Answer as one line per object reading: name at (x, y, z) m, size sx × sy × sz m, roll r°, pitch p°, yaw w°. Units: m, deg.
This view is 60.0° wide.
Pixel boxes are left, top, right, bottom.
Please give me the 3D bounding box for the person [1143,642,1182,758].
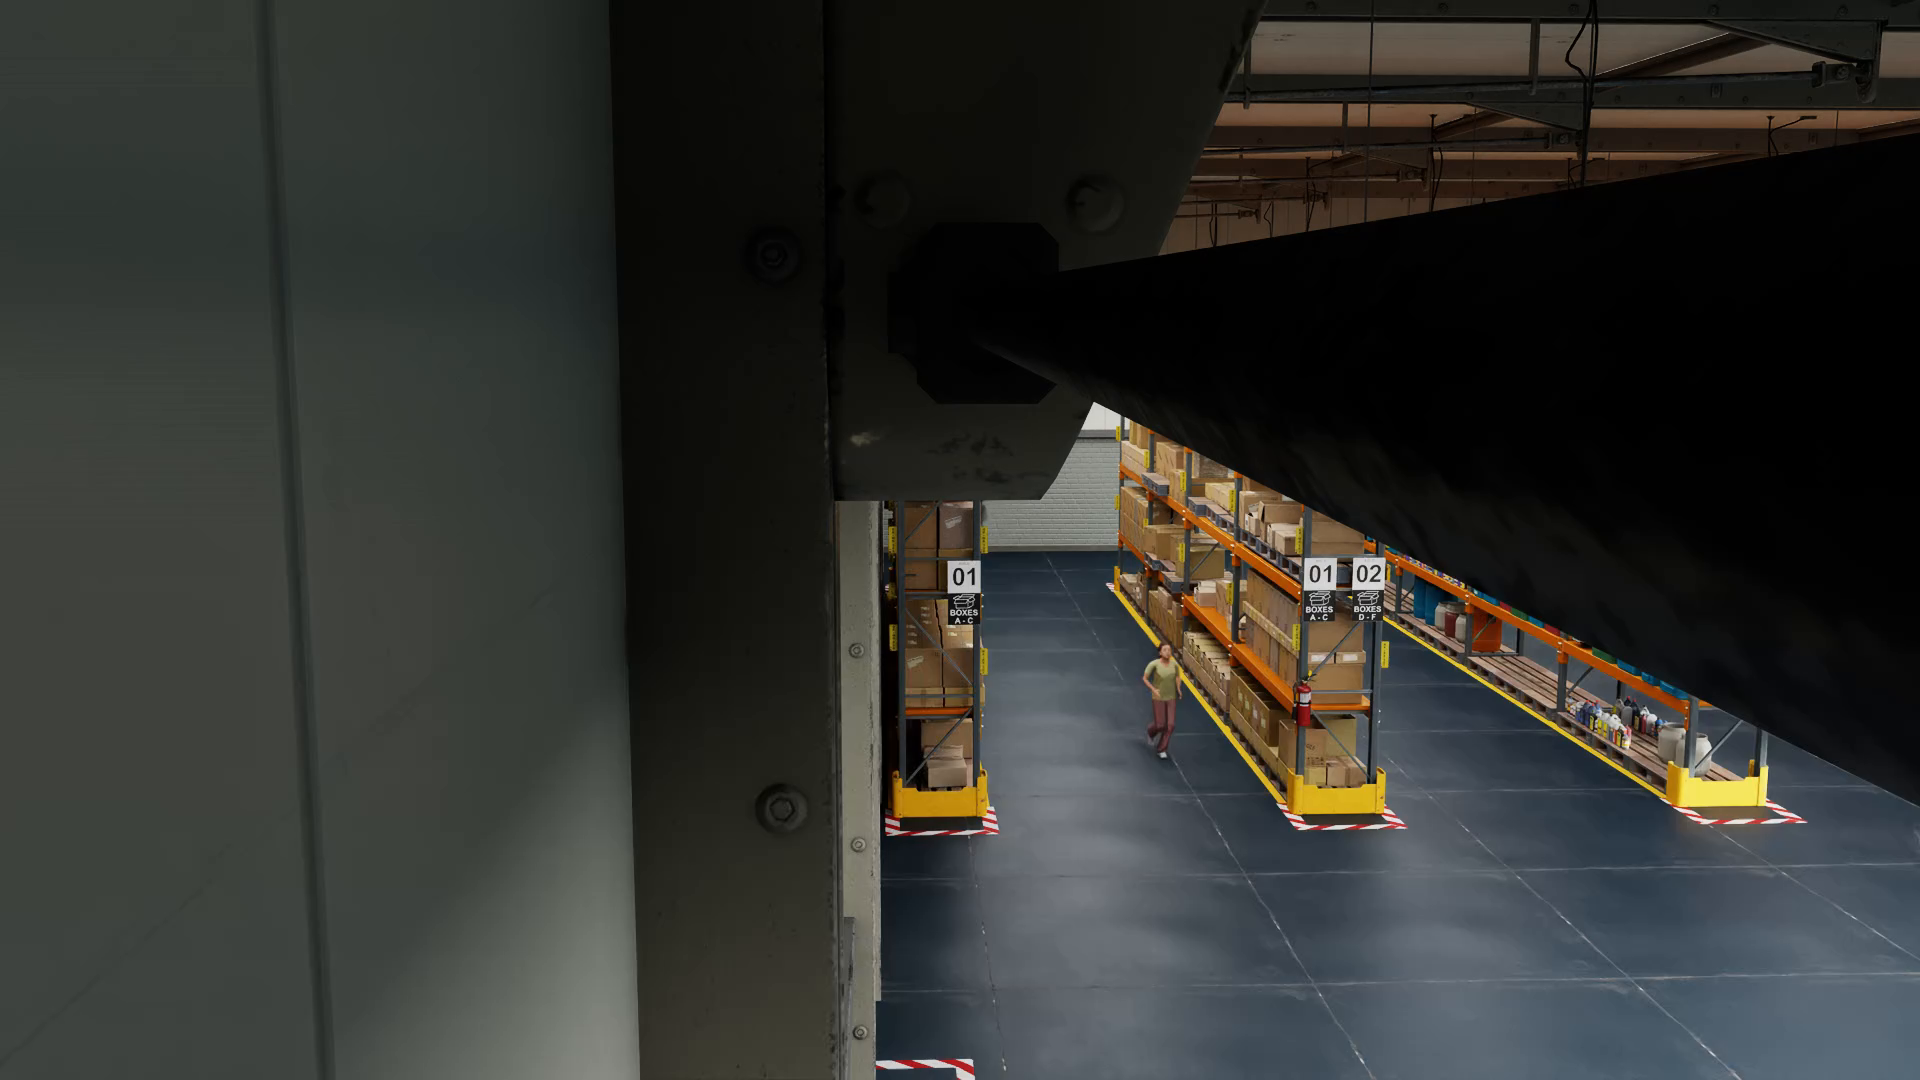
person at (2.826, 2.204, 23.163) m, size 0.566 × 1.624 × 0.546 m, roll -2°, pitch 8°, yaw -14°
